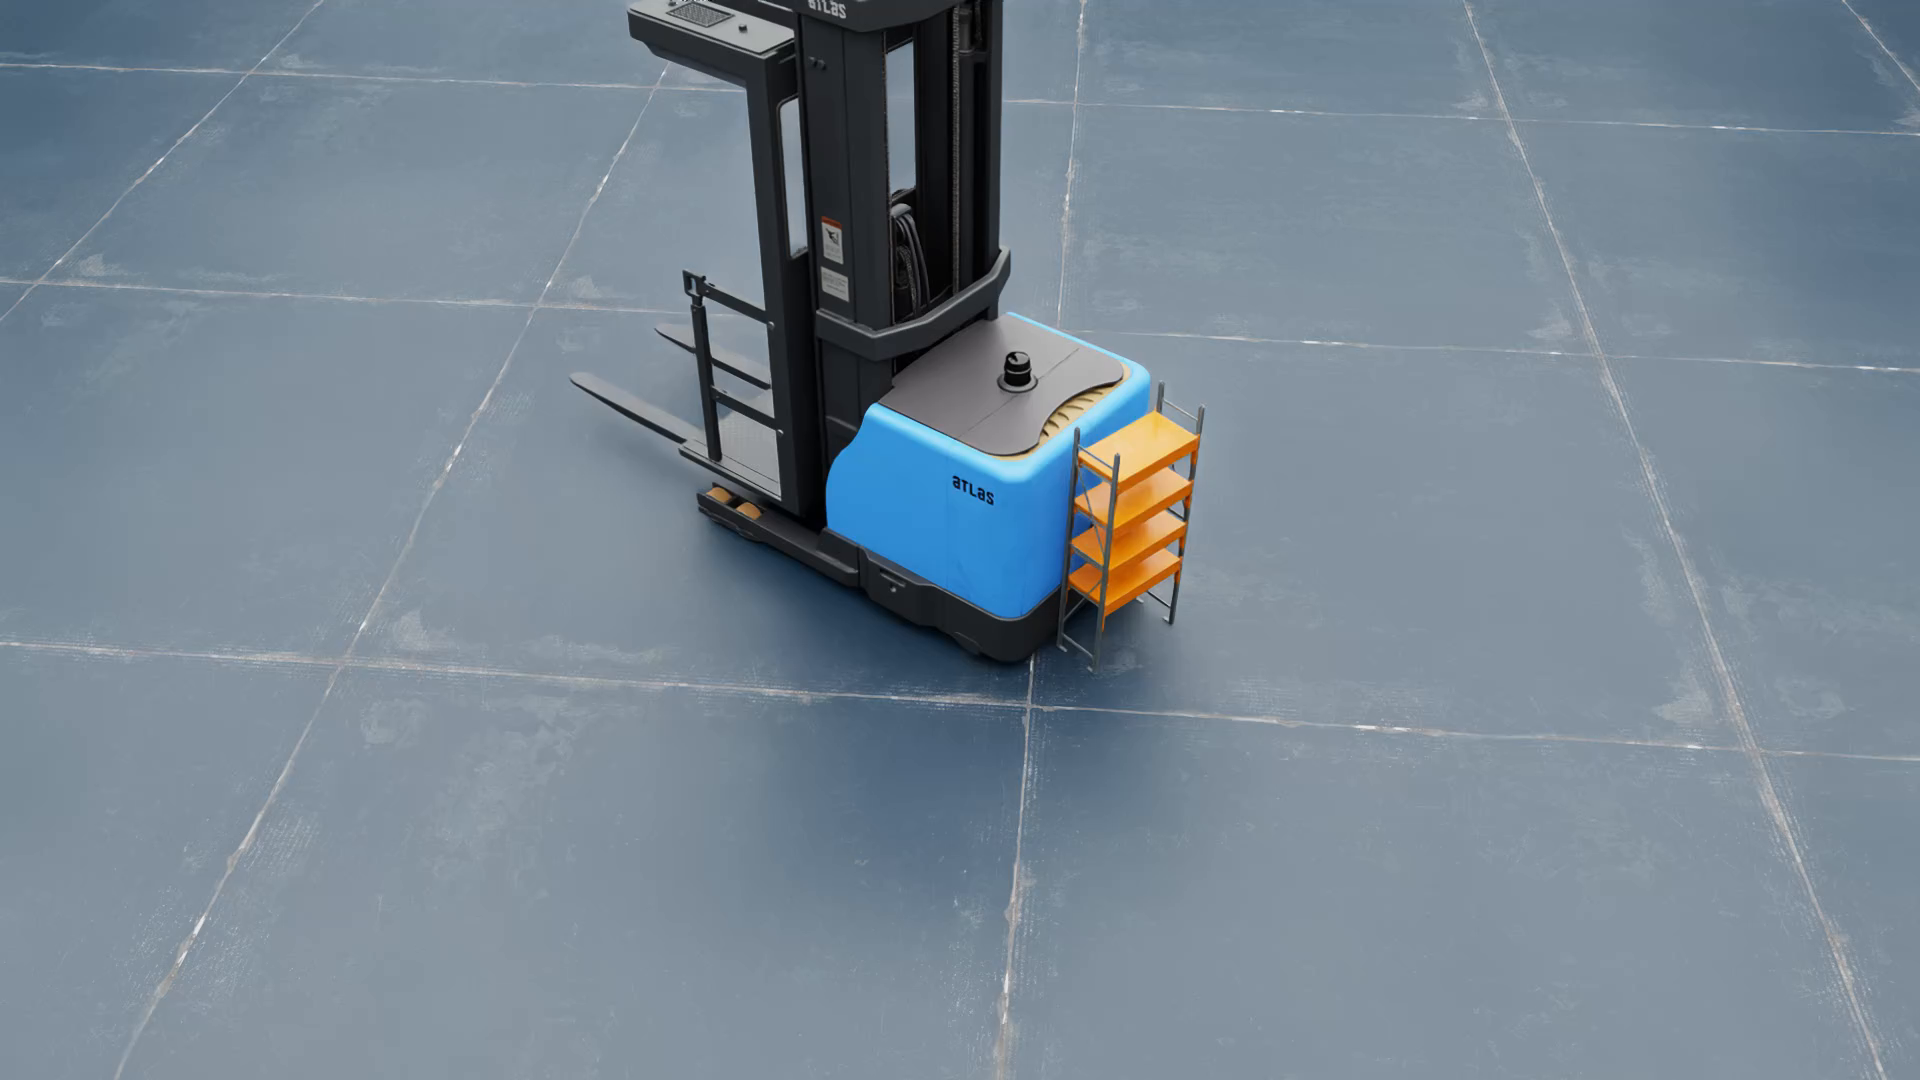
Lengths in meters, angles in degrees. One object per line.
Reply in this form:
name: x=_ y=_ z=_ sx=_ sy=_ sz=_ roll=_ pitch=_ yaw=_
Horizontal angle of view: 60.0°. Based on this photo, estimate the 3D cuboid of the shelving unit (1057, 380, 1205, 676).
shelving unit: x=0.706 y=-0.034 z=7.005 sx=0.503 sy=1.200 sz=0.258 roll=-29 pitch=49 yaw=-31

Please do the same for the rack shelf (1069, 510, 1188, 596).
rack shelf: x=0.704 y=0.017 z=7.048 sx=0.480 sy=0.148 sz=0.258 roll=-29 pitch=49 yaw=-31

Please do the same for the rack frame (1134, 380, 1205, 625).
rack frame: x=0.887 y=-0.136 z=7.131 sx=0.015 sy=1.200 sz=0.240 roll=-29 pitch=49 yaw=-31

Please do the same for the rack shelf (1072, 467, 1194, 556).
rack shelf: x=0.709 y=-0.153 z=6.903 sx=0.480 sy=0.148 sz=0.258 roll=-29 pitch=49 yaw=-31

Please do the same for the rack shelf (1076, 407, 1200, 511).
rack shelf: x=0.714 y=-0.332 z=6.749 sx=0.480 sy=0.148 sz=0.258 roll=-29 pitch=49 yaw=-31

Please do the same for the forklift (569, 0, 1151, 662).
forklift: x=-0.635 y=-1.381 z=7.295 sx=3.031 sy=2.935 sz=1.130 roll=27 pitch=46 yaw=29

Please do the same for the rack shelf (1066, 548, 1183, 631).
rack shelf: x=0.700 y=0.168 z=7.177 sx=0.480 sy=0.148 sz=0.258 roll=-29 pitch=49 yaw=-31

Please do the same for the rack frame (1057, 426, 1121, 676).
rack frame: x=0.524 y=0.069 z=6.878 sx=0.015 sy=1.200 sz=0.240 roll=-29 pitch=49 yaw=-31
